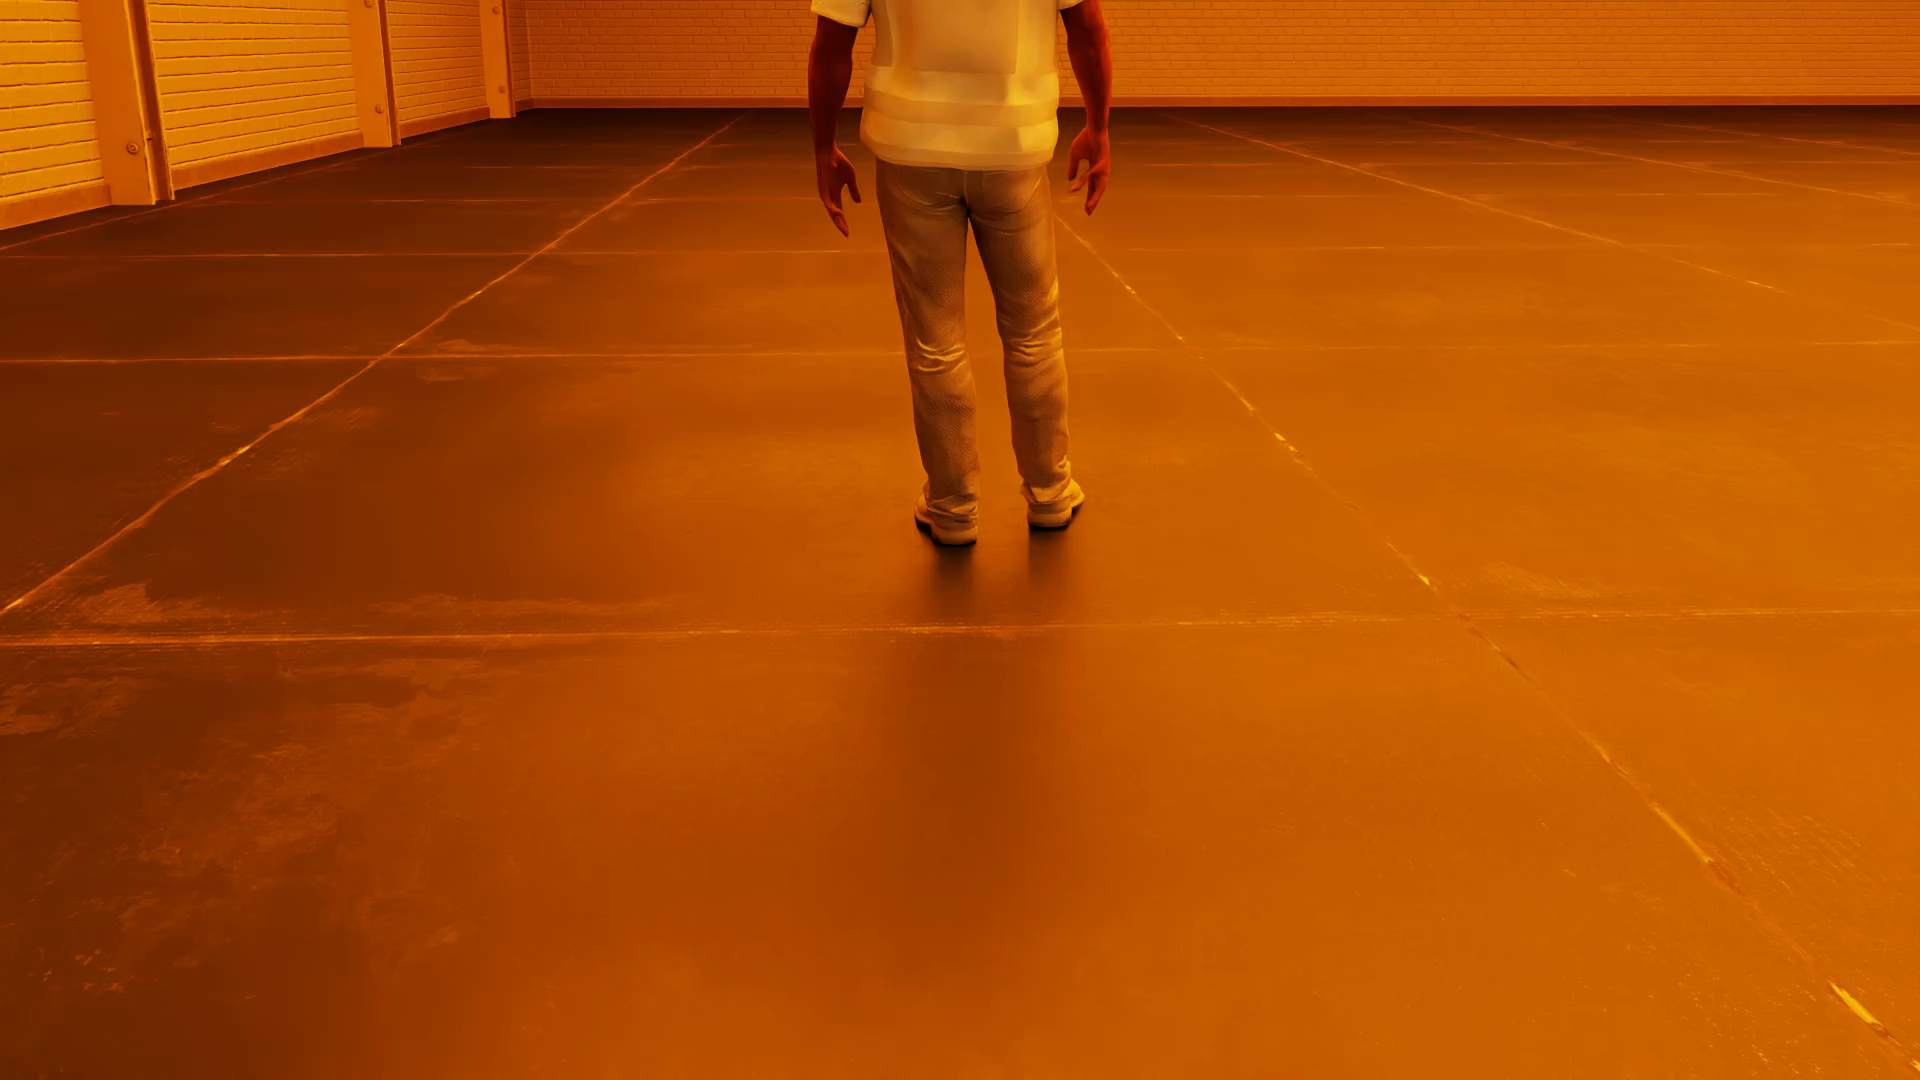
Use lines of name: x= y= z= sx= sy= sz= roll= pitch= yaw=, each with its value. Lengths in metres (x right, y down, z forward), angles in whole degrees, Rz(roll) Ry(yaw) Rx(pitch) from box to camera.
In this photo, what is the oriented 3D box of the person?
person: x=0.001 y=-0.872 z=3.725 sx=0.666 sy=1.768 sz=0.575 roll=-1 pitch=17 yaw=-3
